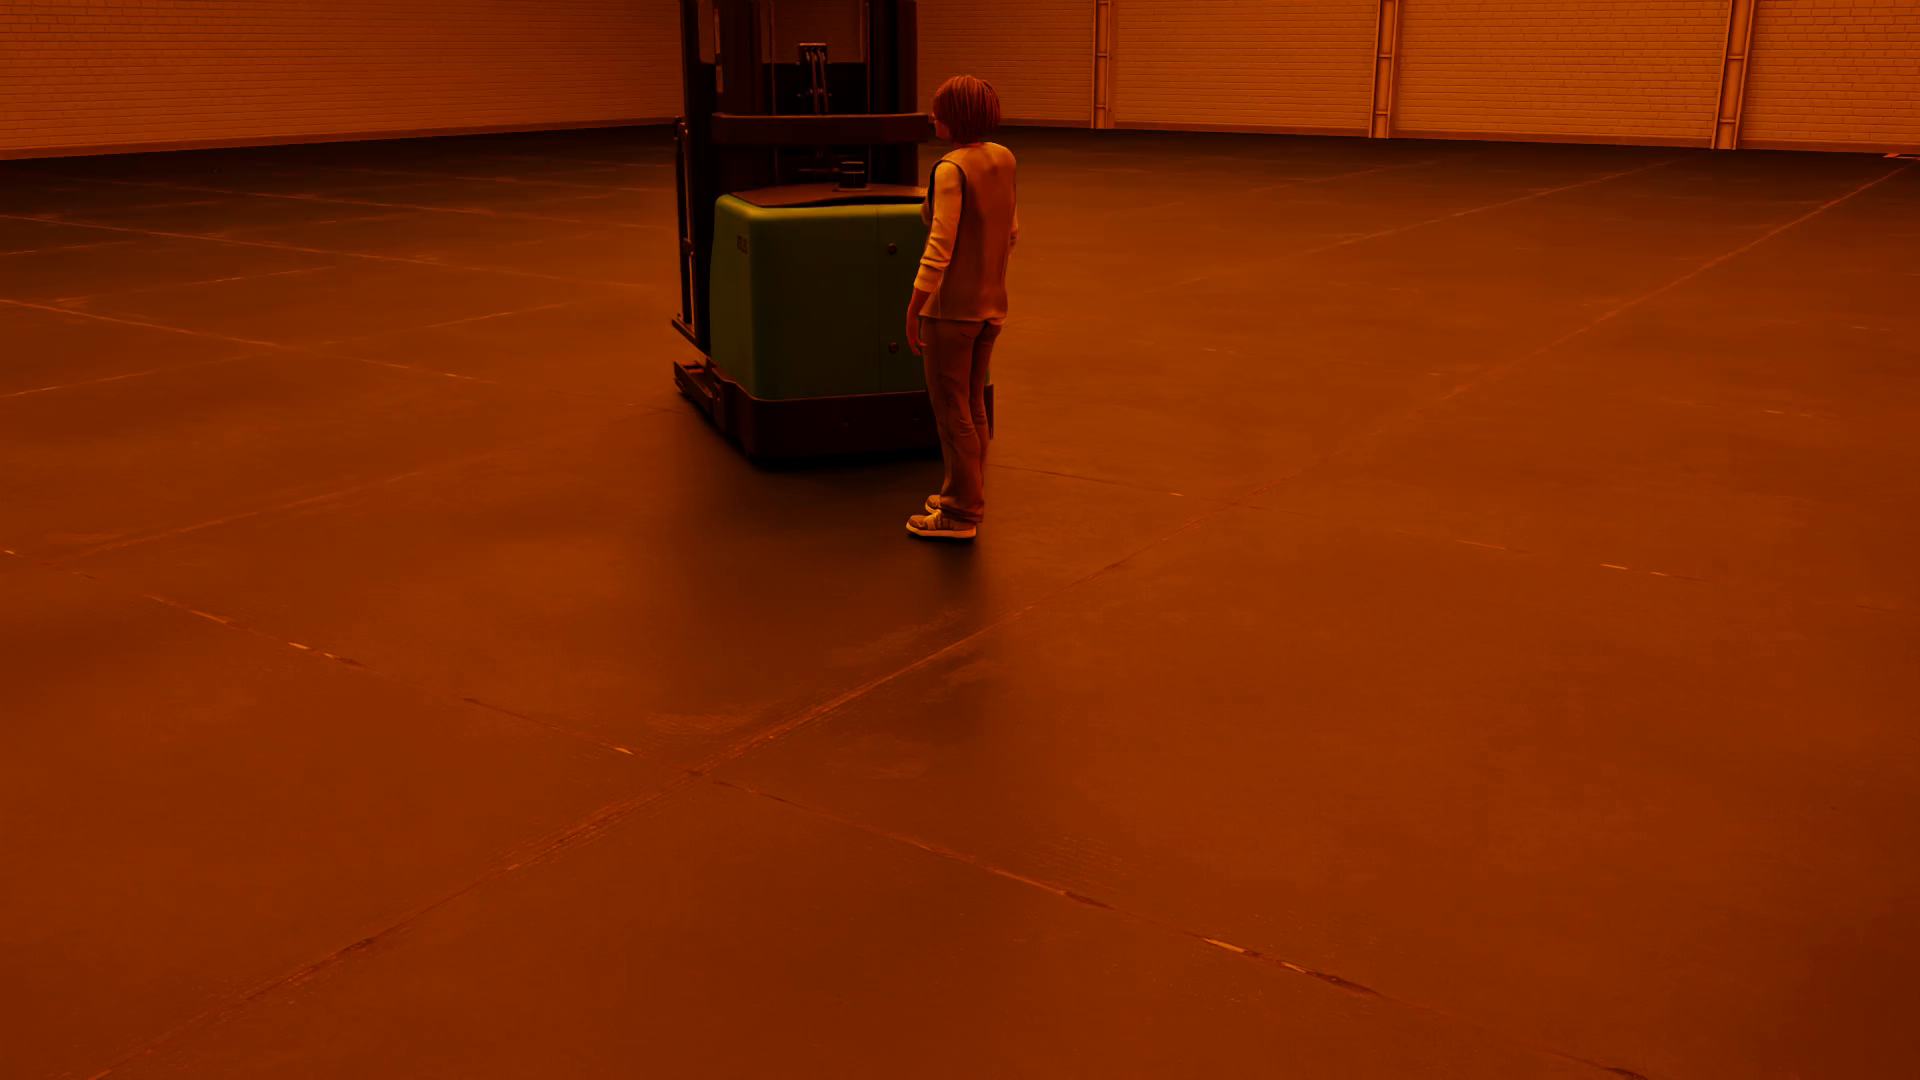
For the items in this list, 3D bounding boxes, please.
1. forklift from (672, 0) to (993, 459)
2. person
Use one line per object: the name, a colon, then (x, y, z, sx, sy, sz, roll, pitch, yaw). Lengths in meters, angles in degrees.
forklift: (-0.812, -2.121, 7.926, 1.130, 2.935, 3.031, -6, 18, -18)
person: (-0.054, -0.787, 5.769, 0.473, 1.599, 0.521, 11, 20, 33)
